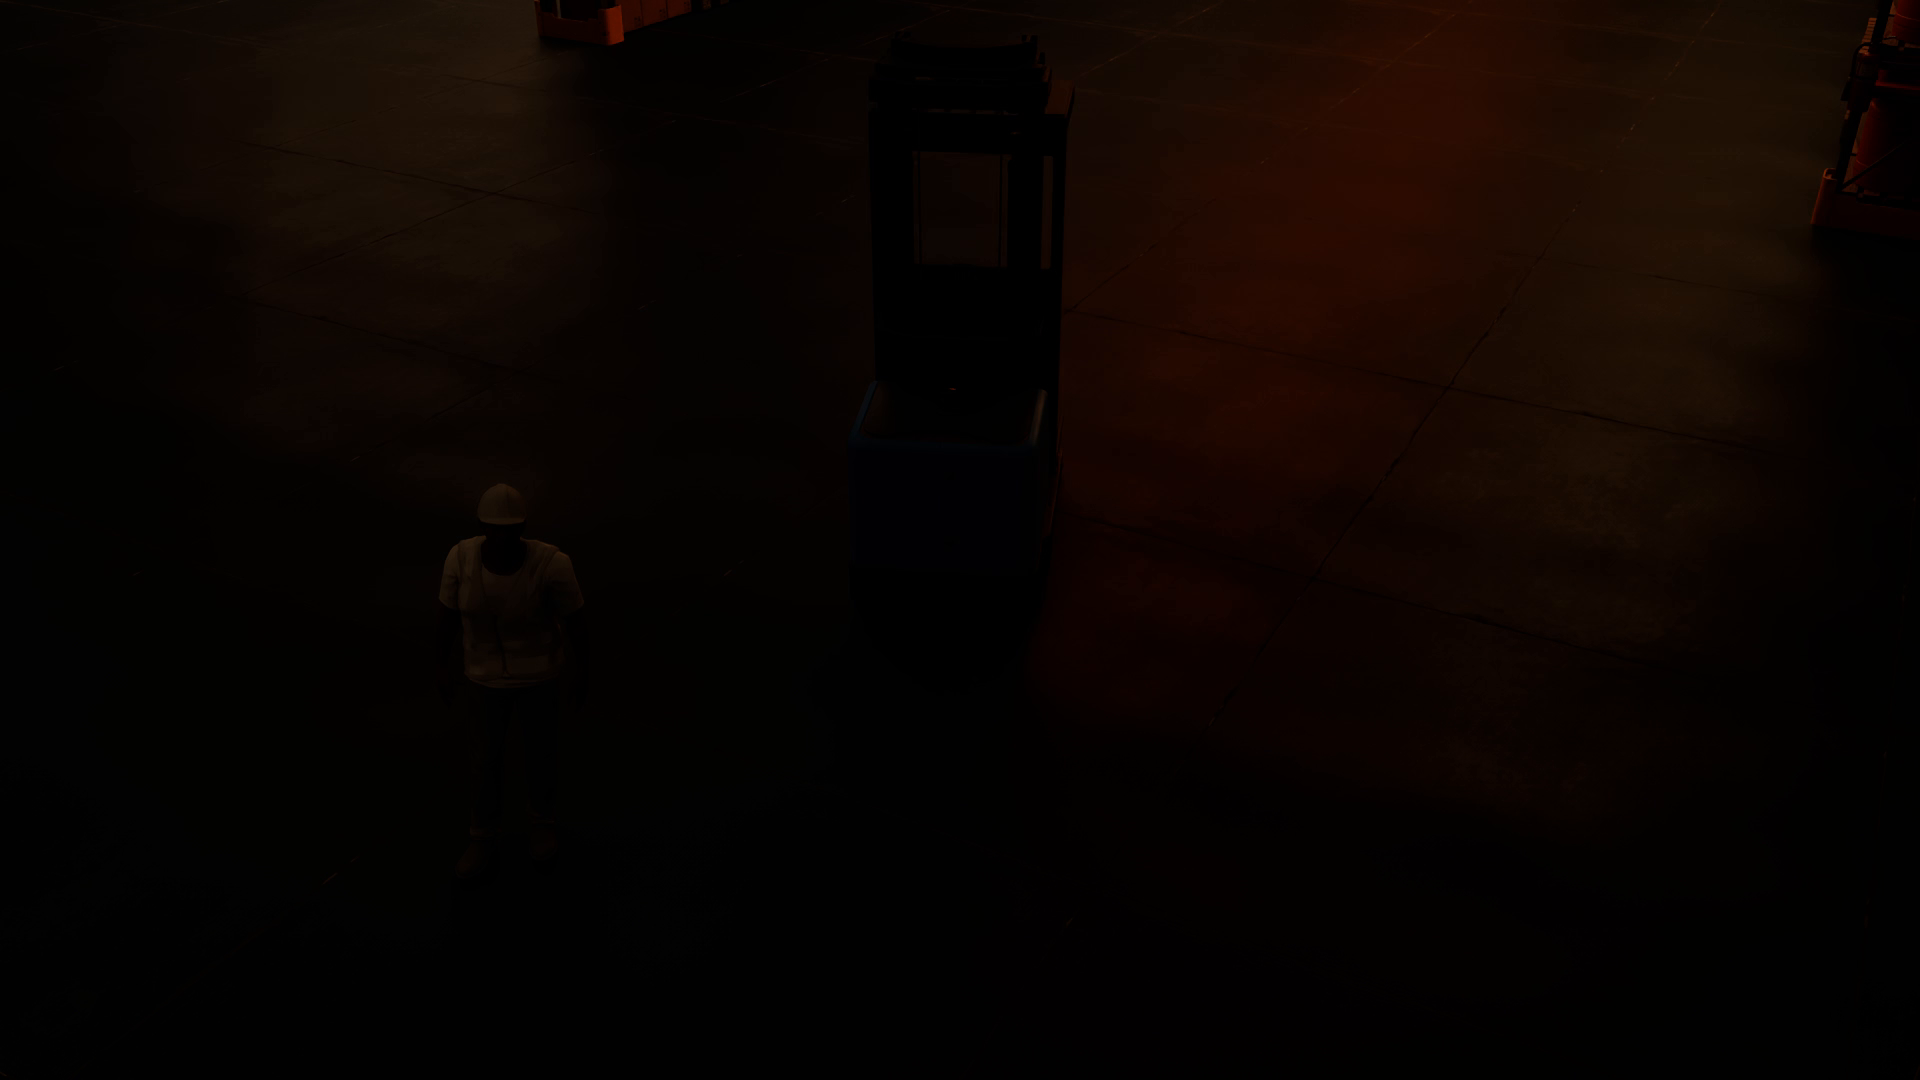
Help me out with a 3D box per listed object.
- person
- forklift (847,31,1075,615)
[{"bbox_3d":[-1.933,0.613,7.160,0.665,1.768,0.574,-1,30,-1],"label":"person"},{"bbox_3d":[0.072,-1.572,9.794,1.130,2.935,3.031,3,30,6],"label":"forklift"}]
